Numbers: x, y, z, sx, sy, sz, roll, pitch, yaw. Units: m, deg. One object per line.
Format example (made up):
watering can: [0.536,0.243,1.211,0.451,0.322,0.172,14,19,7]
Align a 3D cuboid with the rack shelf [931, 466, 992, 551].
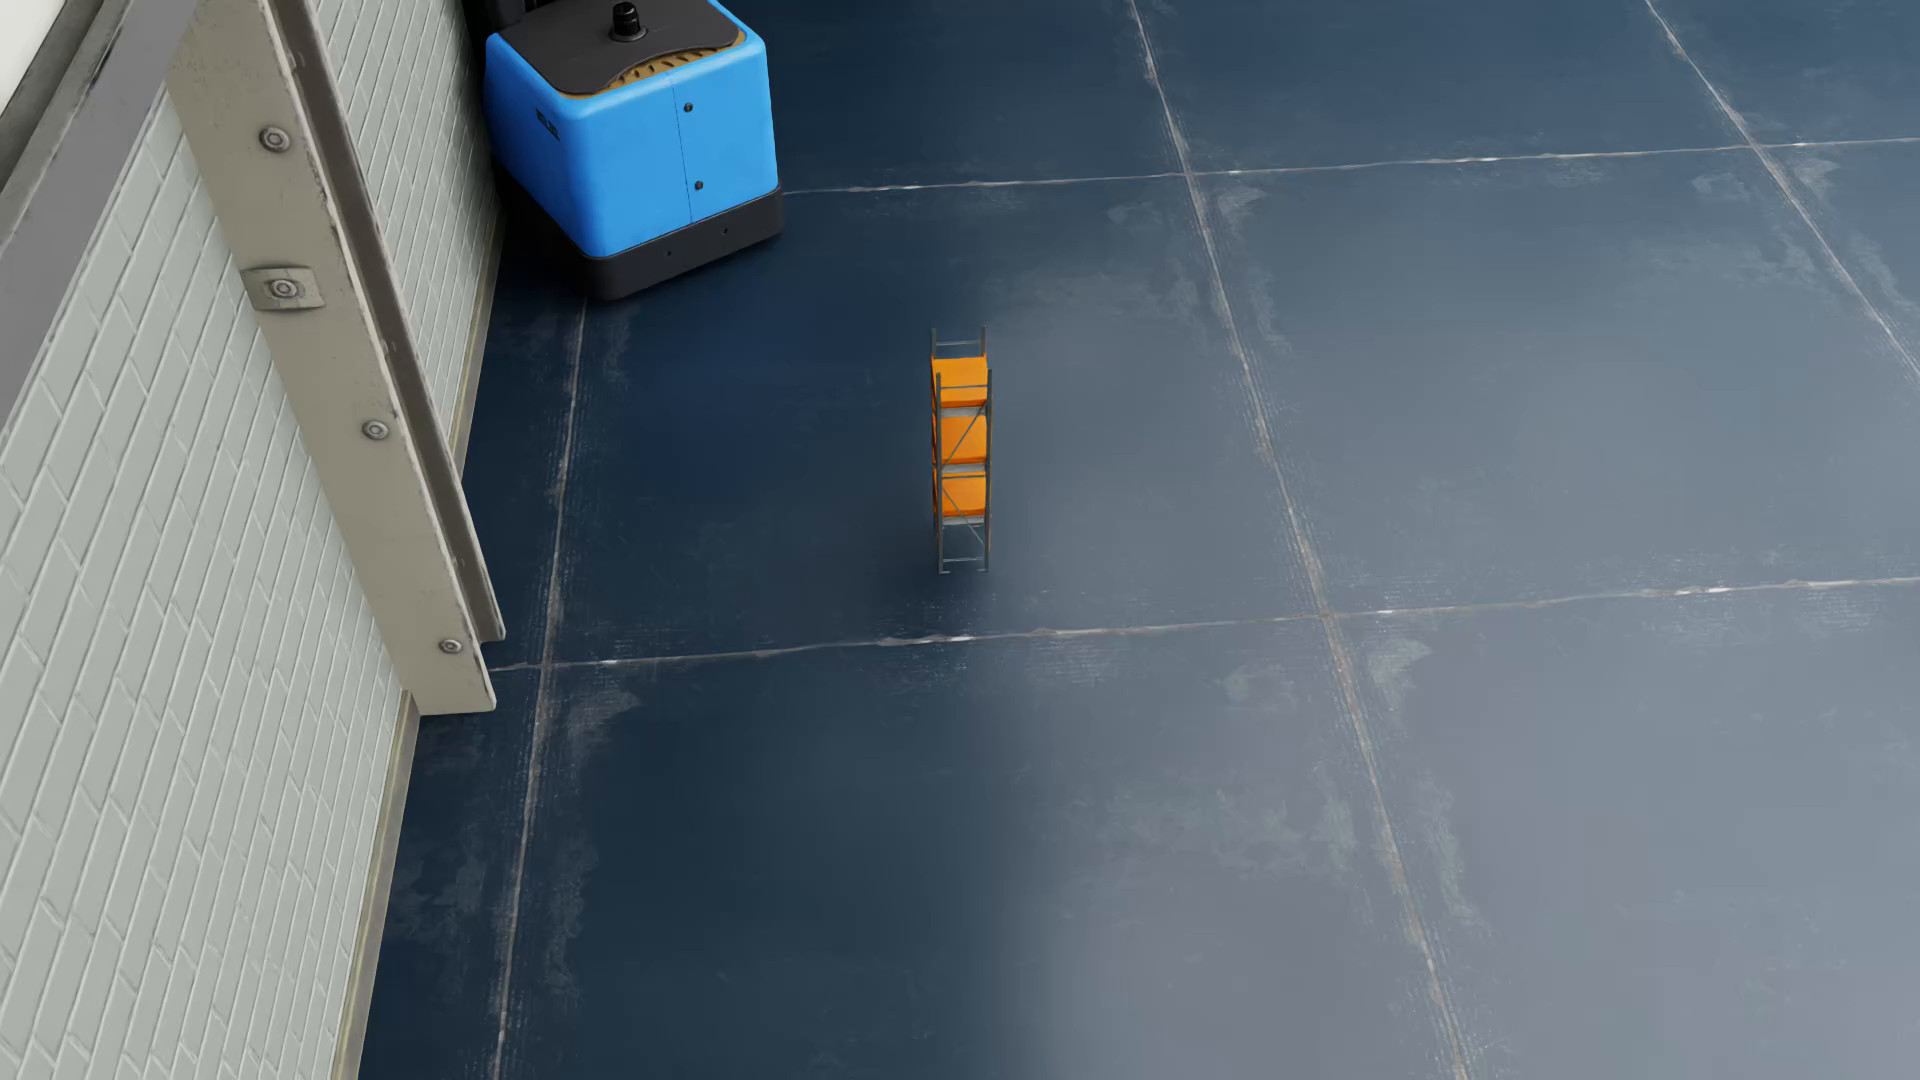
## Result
rack shelf: [0.004,-0.124,6.542,0.215,0.259,0.240,-3,47,-3]

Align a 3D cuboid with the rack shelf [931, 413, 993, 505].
rack shelf: [0.005,-0.315,6.340,0.215,0.259,0.240,-3,47,-3]

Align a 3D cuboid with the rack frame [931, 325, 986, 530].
rack frame: [-0.006,-0.411,6.416,0.200,1.050,0.008,-3,47,-3]

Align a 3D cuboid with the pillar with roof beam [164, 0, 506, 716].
pillar with roof beam: [2.399,-2.859,3.260,9.100,9.000,0.400,-3,47,-3]

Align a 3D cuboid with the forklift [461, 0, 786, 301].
forklift: [-2.118,-3.149,7.713,1.130,2.935,3.031,-28,52,-24]

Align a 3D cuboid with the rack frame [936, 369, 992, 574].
rack frame: [0.015,-0.234,6.249,0.200,1.050,0.008,-3,47,-3]

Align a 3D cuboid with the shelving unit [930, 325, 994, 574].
shelving unit: [0.005,-0.322,6.332,0.215,1.050,0.252,-3,47,-3]

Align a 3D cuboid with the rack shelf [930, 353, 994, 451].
rack shelf: [0.005,-0.510,6.134,0.215,0.259,0.240,-3,47,-3]
